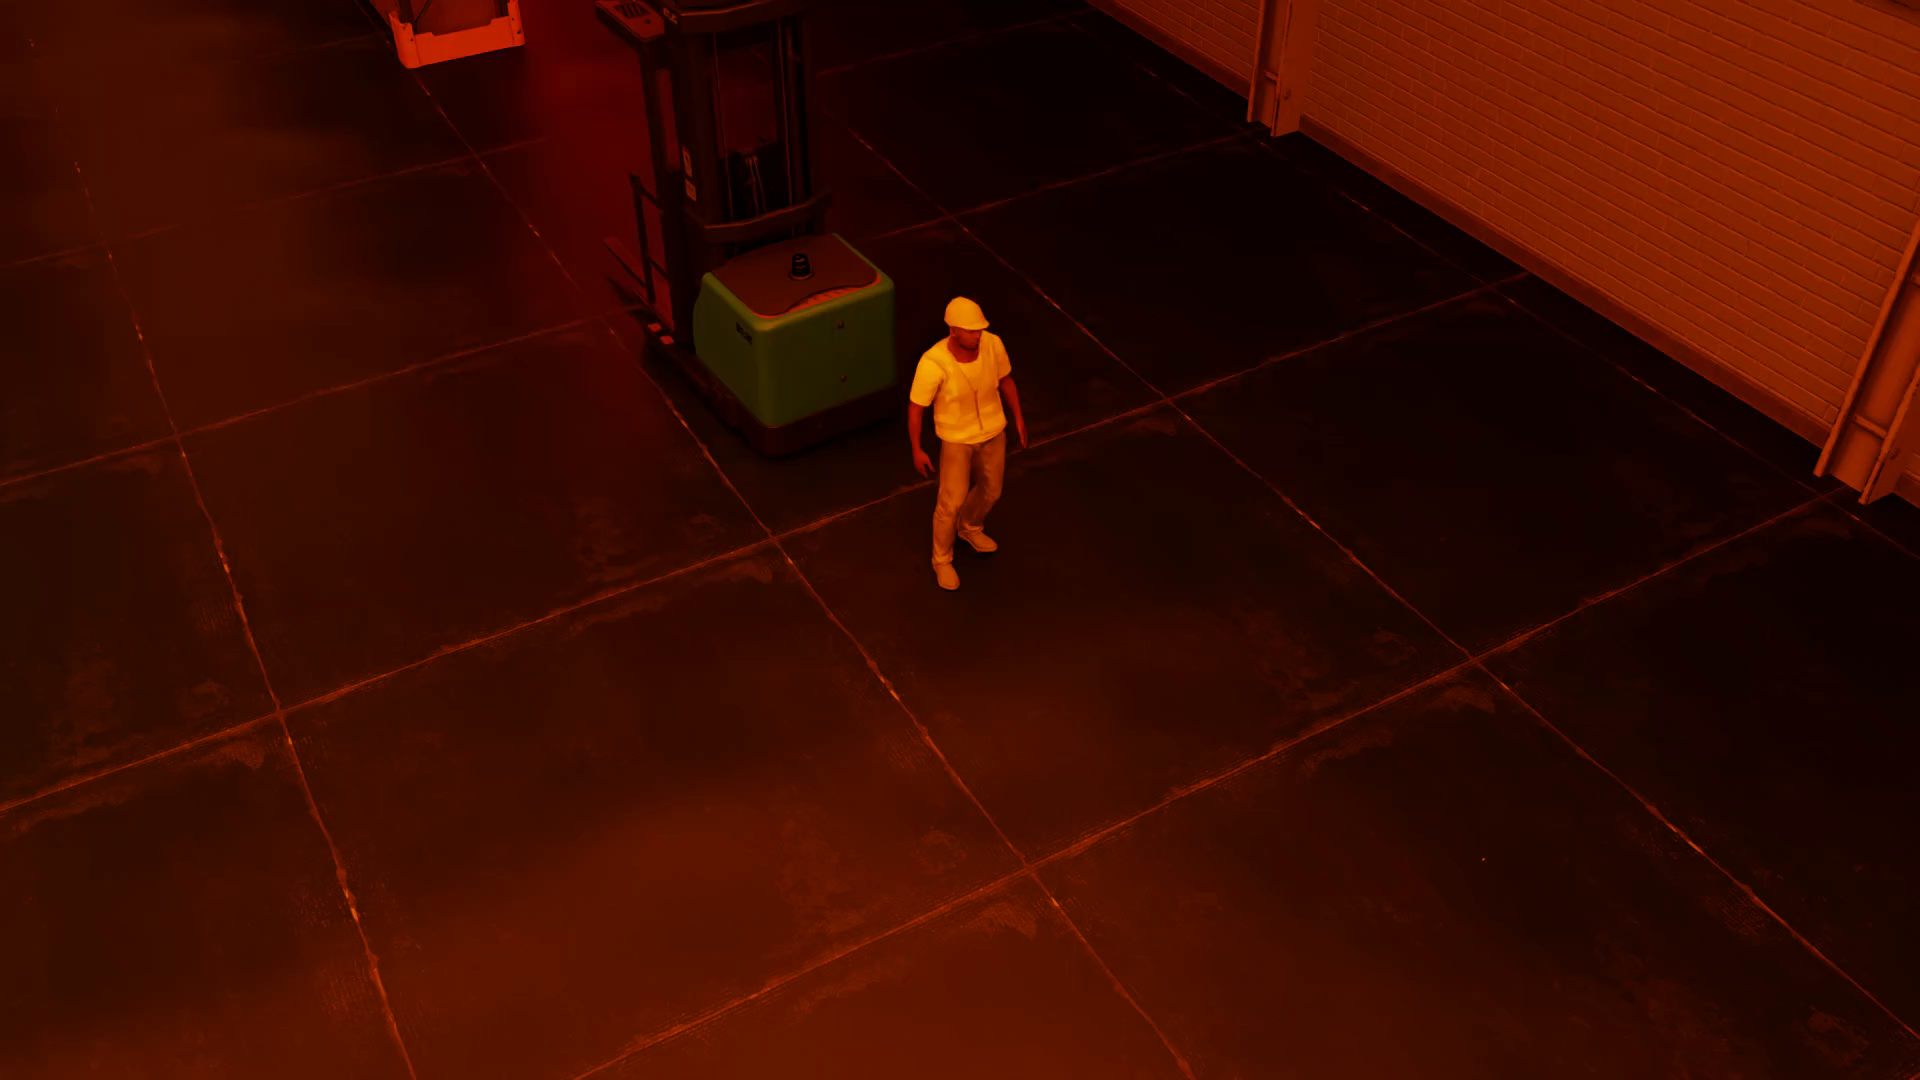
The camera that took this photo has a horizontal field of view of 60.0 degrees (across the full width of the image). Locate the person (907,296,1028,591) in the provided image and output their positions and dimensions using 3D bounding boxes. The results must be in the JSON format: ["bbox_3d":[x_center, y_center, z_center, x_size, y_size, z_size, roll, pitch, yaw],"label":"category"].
[{"bbox_3d":[0.066,-0.588,9.695,0.724,1.740,0.581,-19,43,-22],"label":"person"}]

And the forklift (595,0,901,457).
[{"bbox_3d":[-1.631,-2.578,11.145,1.130,2.935,3.031,-23,45,-25],"label":"forklift"}]
